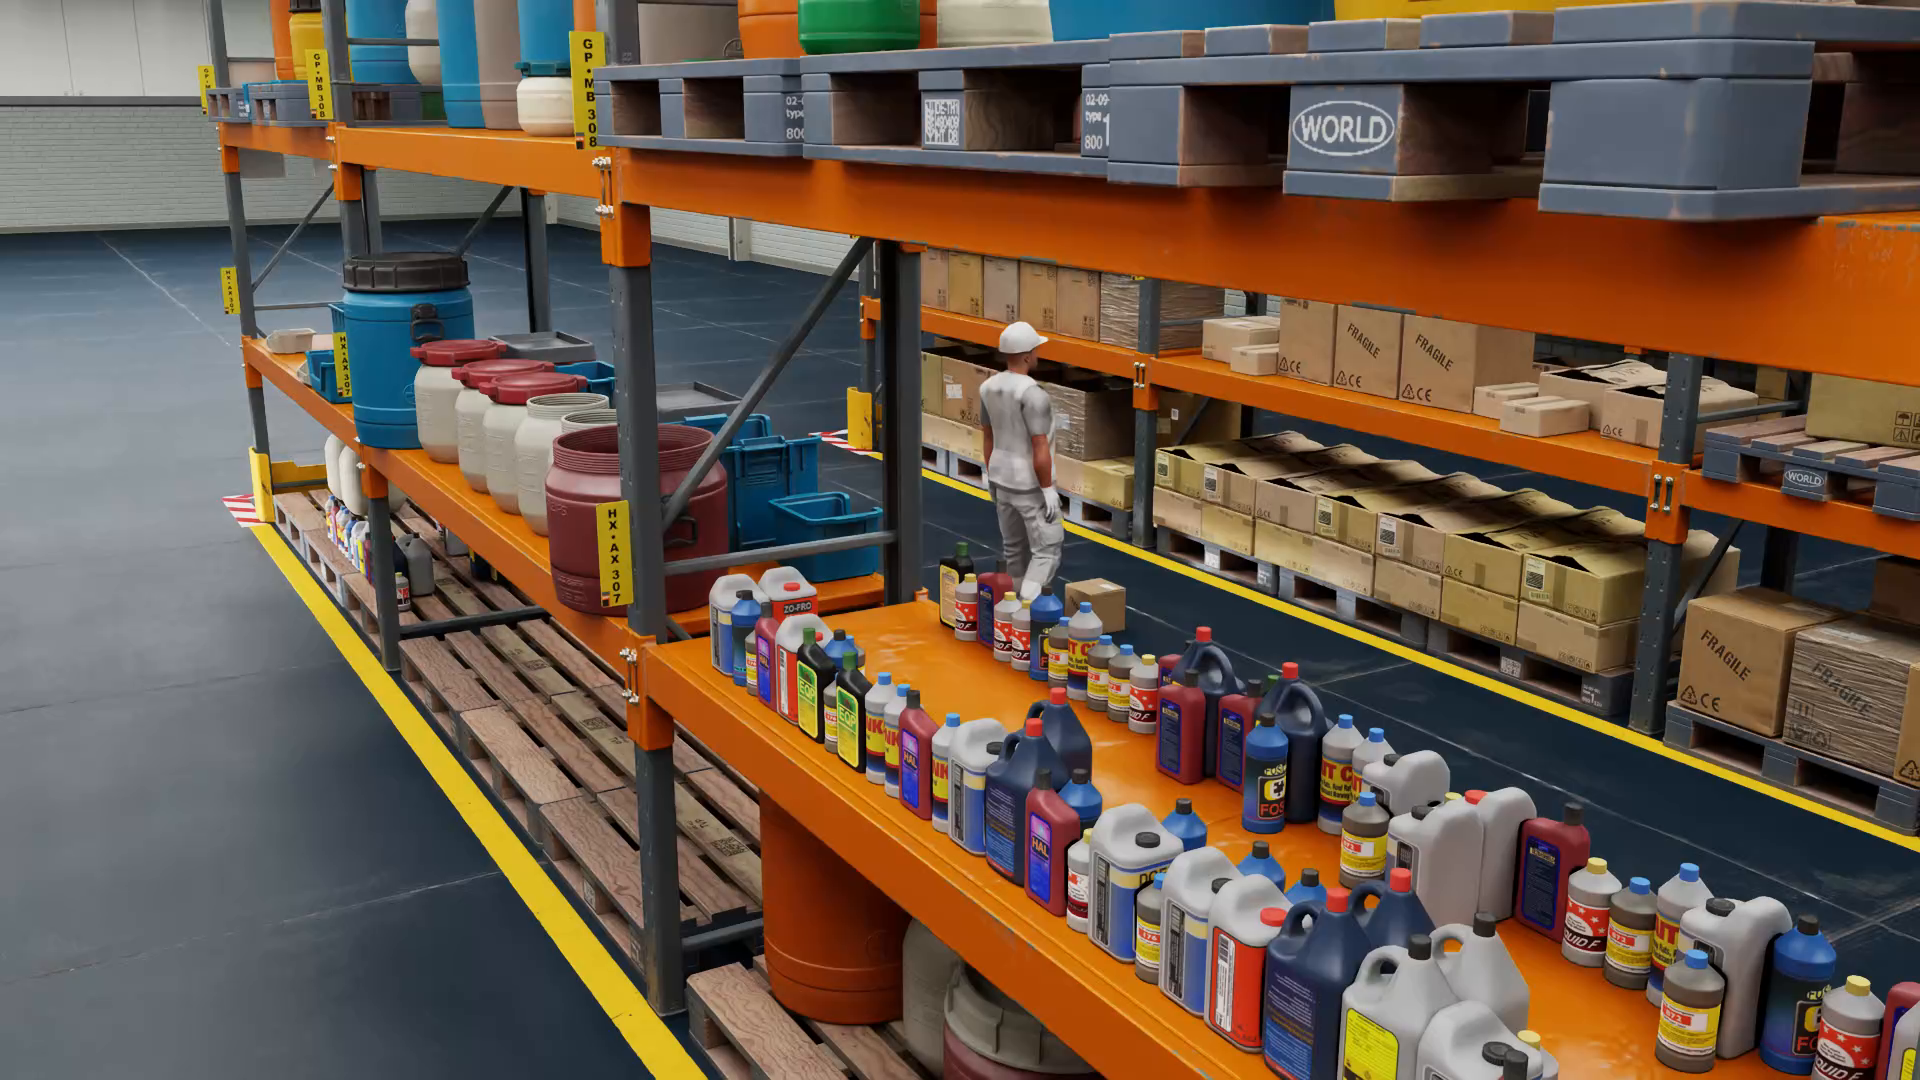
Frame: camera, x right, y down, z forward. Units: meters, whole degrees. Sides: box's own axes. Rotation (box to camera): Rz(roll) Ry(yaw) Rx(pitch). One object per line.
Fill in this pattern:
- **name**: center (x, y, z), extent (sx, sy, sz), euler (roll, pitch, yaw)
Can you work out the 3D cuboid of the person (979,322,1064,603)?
- **person**: center (0.386, -0.308, 9.122), extent (0.549, 1.791, 0.568), euler (-11, 18, -35)
